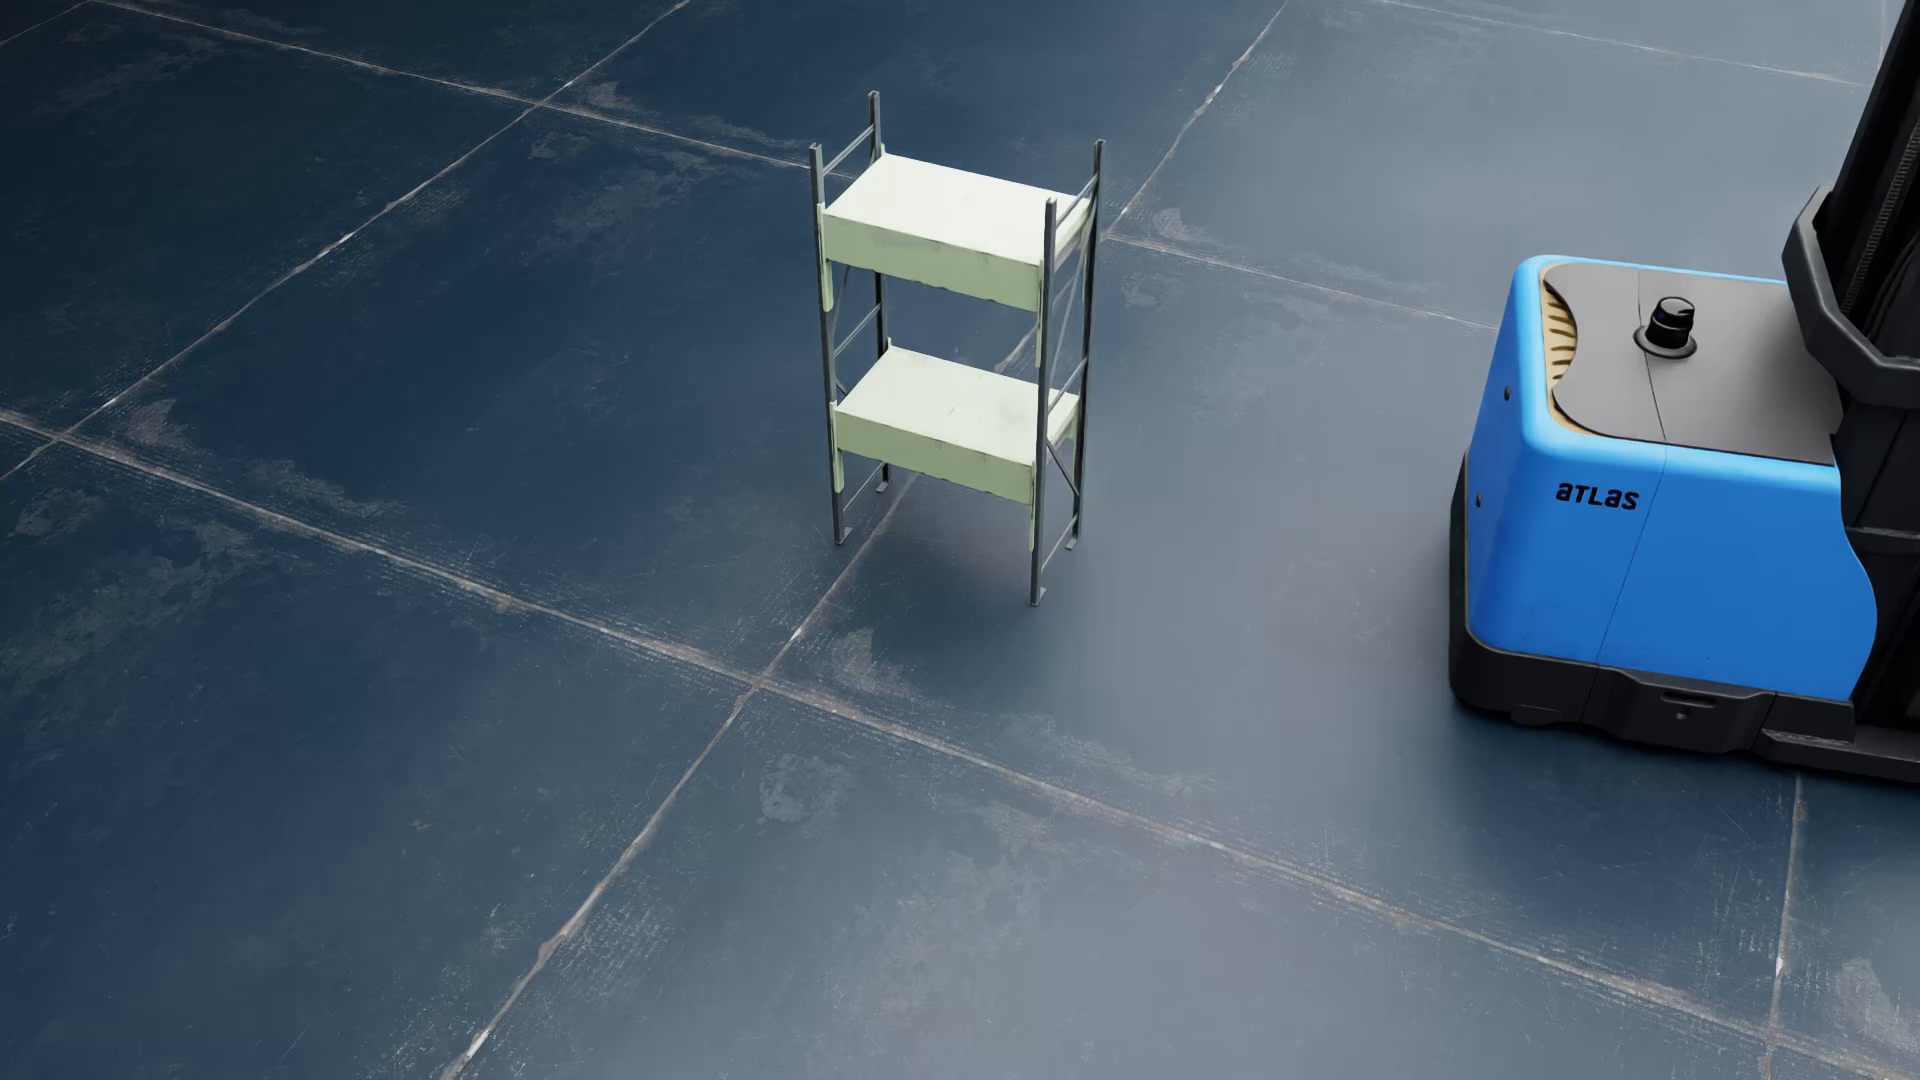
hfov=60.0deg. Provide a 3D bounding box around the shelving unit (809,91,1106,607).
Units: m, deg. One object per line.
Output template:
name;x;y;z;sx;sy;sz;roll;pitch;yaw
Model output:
shelving unit;-0.006;-0.569;5.261;0.755;1.500;0.431;17;44;19

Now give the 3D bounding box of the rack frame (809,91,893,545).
rack frame;-0.338;-0.670;5.378;0.023;1.500;0.400;17;44;19

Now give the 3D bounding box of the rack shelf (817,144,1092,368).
rack shelf;-0.006;-0.863;5.005;0.720;0.370;0.431;17;44;19

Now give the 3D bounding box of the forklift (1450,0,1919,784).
forklift;3.084;-0.671;4.287;3.031;2.935;1.130;8;42;10

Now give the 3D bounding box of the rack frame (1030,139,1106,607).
rack frame;0.326;-0.467;5.144;0.023;1.500;0.400;17;44;19

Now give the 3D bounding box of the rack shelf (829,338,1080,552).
rack shelf;-0.006;-0.322;5.474;0.720;0.370;0.431;17;44;19
